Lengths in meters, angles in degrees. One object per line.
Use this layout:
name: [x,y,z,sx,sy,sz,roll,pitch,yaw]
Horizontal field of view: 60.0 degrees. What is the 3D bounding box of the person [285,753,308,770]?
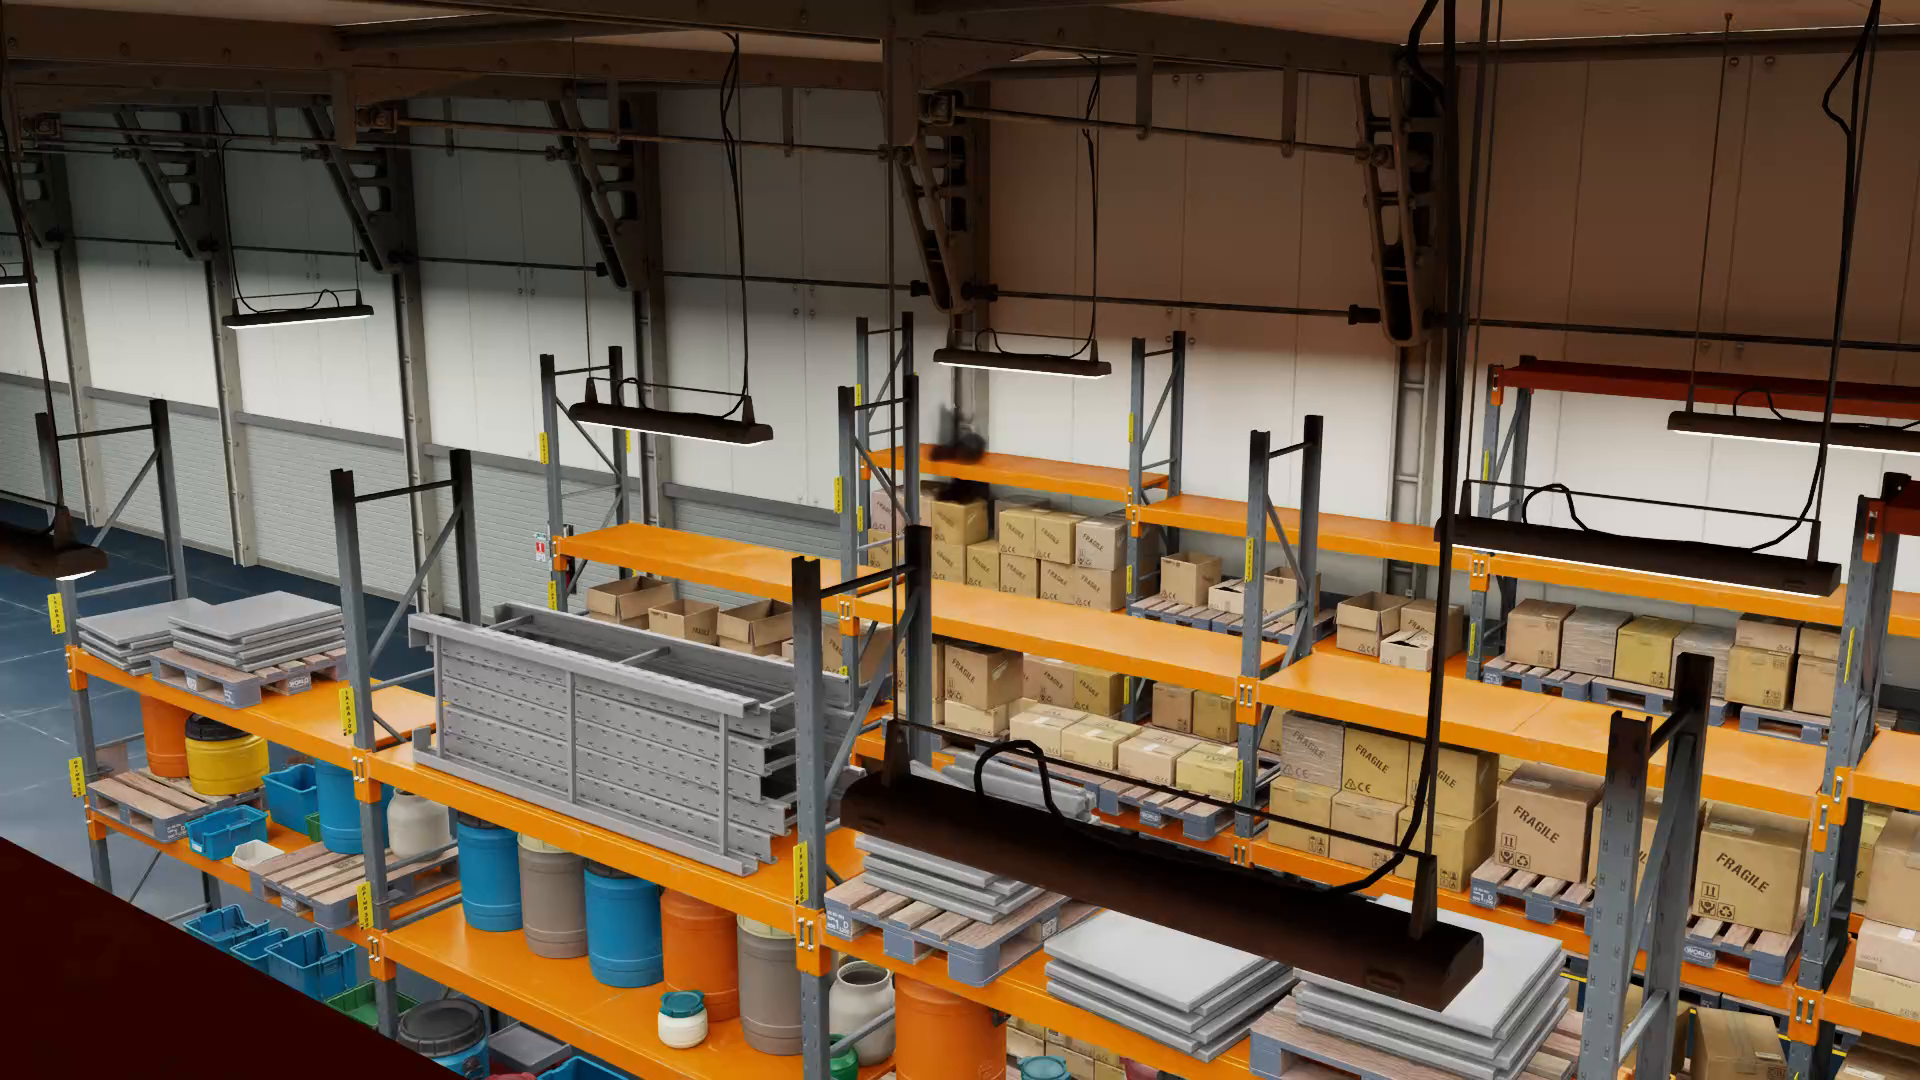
person: [-7.173,3.119,18.291,0.822,1.613,0.547,-5,14,-19]
